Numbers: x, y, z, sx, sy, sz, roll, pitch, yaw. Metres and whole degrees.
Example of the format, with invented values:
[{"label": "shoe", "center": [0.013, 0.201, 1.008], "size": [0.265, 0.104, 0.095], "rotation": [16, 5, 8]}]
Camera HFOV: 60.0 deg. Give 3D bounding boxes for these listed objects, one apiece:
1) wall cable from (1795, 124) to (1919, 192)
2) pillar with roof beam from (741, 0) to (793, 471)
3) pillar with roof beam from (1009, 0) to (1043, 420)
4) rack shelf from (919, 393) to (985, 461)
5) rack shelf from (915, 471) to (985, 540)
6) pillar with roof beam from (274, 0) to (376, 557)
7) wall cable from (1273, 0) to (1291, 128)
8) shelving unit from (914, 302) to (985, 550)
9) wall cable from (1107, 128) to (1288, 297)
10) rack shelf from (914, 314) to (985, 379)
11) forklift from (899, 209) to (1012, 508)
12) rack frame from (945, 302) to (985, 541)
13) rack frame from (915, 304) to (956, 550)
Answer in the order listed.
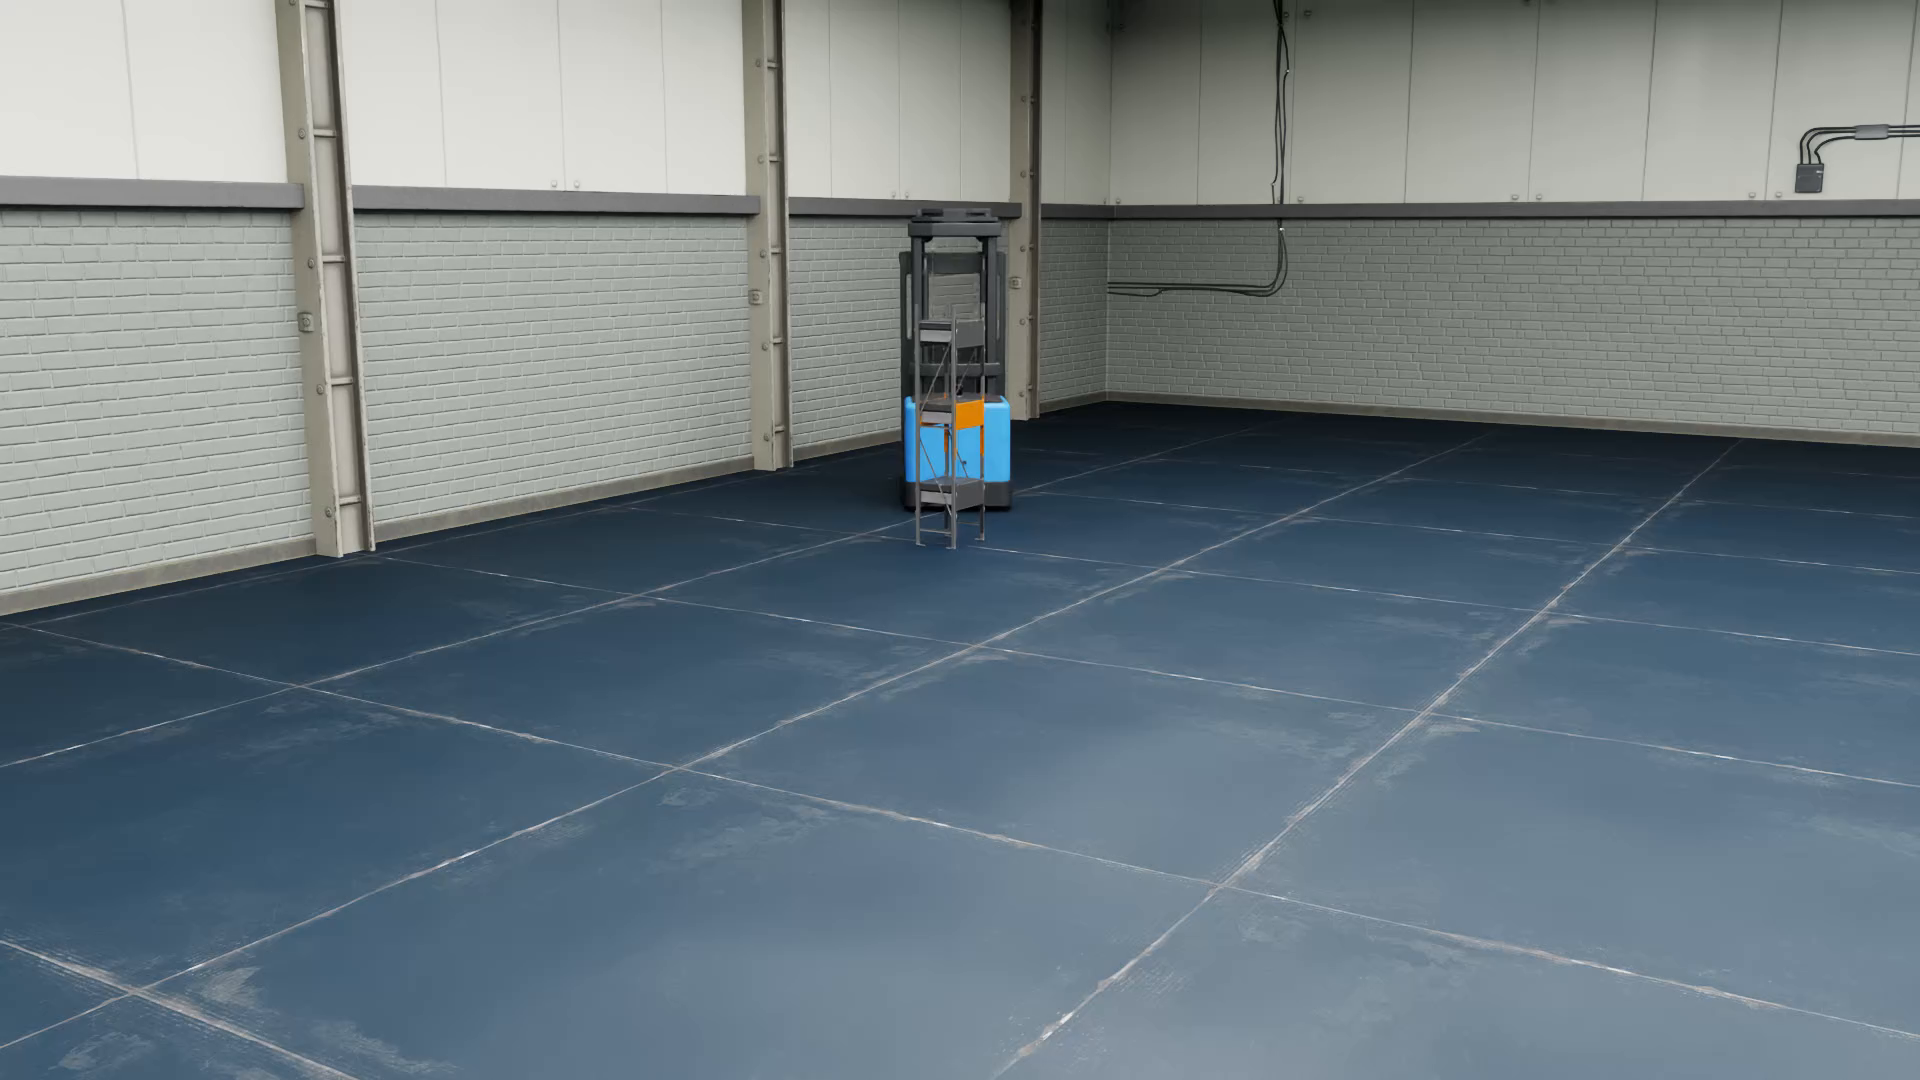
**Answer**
[{"label": "wall cable", "center": [11.702, -7.307, 20.204], "size": [2.305, 6.003, 0.169], "rotation": [6, 12, 31]}, {"label": "pillar with roof beam", "center": [1.501, -4.853, 16.337], "size": [9.100, 9.000, 0.400], "rotation": [6, 12, 31]}, {"label": "pillar with roof beam", "center": [4.616, -5.797, 21.377], "size": [9.100, 9.000, 0.400], "rotation": [6, 12, 31]}, {"label": "rack shelf", "center": [-0.086, -0.993, 14.539], "size": [0.431, 0.518, 0.480], "rotation": [6, 12, 31]}, {"label": "rack shelf", "center": [-0.086, -0.305, 14.668], "size": [0.431, 0.518, 0.480], "rotation": [6, 12, 31]}, {"label": "pillar with roof beam", "center": [-1.614, -3.909, 11.297], "size": [9.100, 9.000, 0.400], "rotation": [6, 12, 31]}, {"label": "wall cable", "center": [5.908, -7.243, 23.815], "size": [3.097, 2.526, 0.112], "rotation": [6, 12, 31]}, {"label": "shelving unit", "center": [-0.086, -1.006, 14.536], "size": [0.431, 2.100, 0.503], "rotation": [6, 12, 31]}, {"label": "wall cable", "center": [3.596, -5.019, 25.660], "size": [3.097, 2.526, 0.112], "rotation": [6, 12, 31]}, {"label": "rack shelf", "center": [-0.086, -1.681, 14.410], "size": [0.431, 0.518, 0.480], "rotation": [6, 12, 31]}, {"label": "forklift", "center": [-0.085, -1.975, 17.454], "size": [1.130, 2.935, 3.031], "rotation": [0, 11, -3]}, {"label": "rack frame", "center": [0.041, -1.044, 14.741], "size": [0.400, 2.100, 0.015], "rotation": [6, 12, 31]}, {"label": "rack frame", "center": [-0.213, -0.968, 14.331], "size": [0.400, 2.100, 0.015], "rotation": [6, 12, 31]}]
